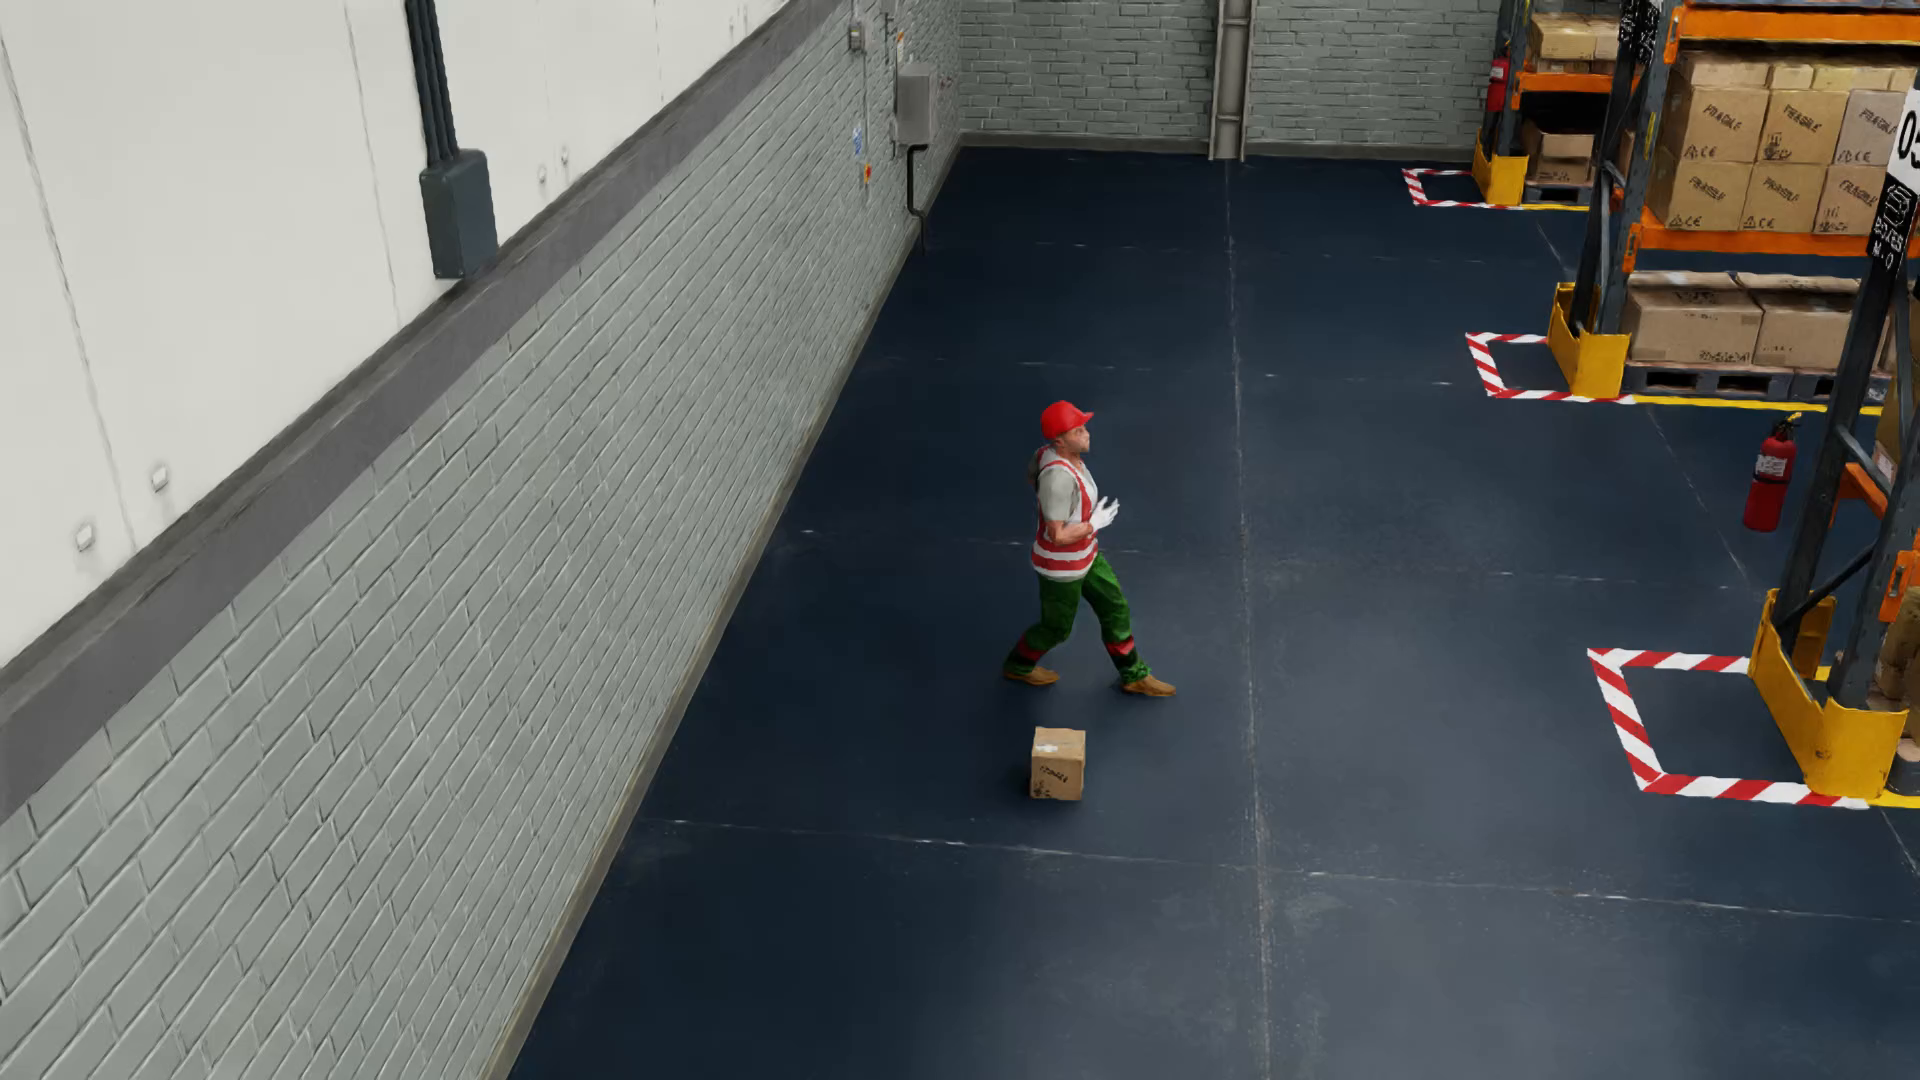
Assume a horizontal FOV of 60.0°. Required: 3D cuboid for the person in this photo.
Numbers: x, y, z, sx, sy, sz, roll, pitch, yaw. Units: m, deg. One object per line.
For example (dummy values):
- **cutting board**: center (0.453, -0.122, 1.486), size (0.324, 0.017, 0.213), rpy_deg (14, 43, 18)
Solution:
- **person**: center (0.642, 0.121, 8.470), size (0.924, 1.729, 0.667), rpy_deg (9, 30, 17)
